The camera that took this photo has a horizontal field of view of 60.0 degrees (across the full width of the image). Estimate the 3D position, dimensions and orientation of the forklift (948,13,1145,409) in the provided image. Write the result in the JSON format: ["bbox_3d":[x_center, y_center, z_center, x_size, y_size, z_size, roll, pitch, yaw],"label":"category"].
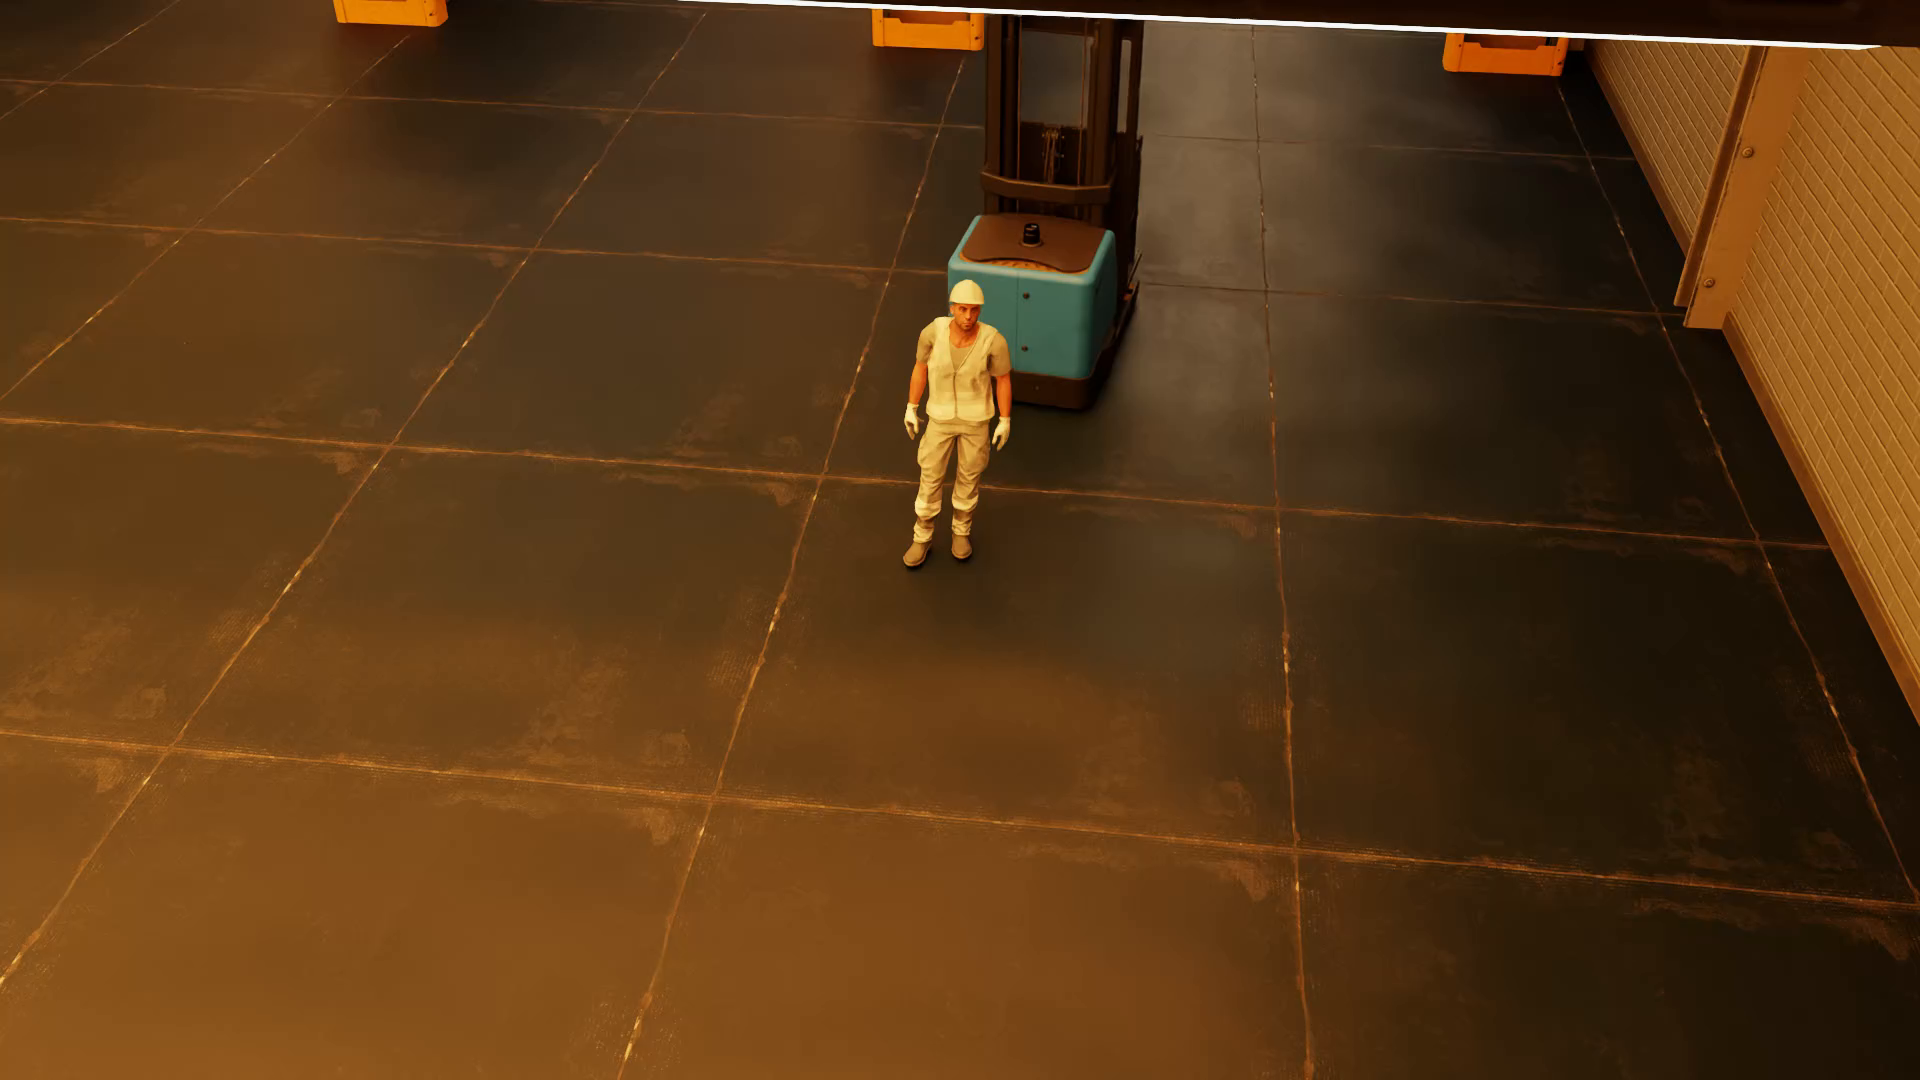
[{"bbox_3d":[0.777,-2.970,12.059,1.130,2.935,3.031,9,37,12],"label":"forklift"}]

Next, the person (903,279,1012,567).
[{"bbox_3d":[-0.020,-0.679,9.901,0.638,1.789,0.562,4,37,6],"label":"person"}]
